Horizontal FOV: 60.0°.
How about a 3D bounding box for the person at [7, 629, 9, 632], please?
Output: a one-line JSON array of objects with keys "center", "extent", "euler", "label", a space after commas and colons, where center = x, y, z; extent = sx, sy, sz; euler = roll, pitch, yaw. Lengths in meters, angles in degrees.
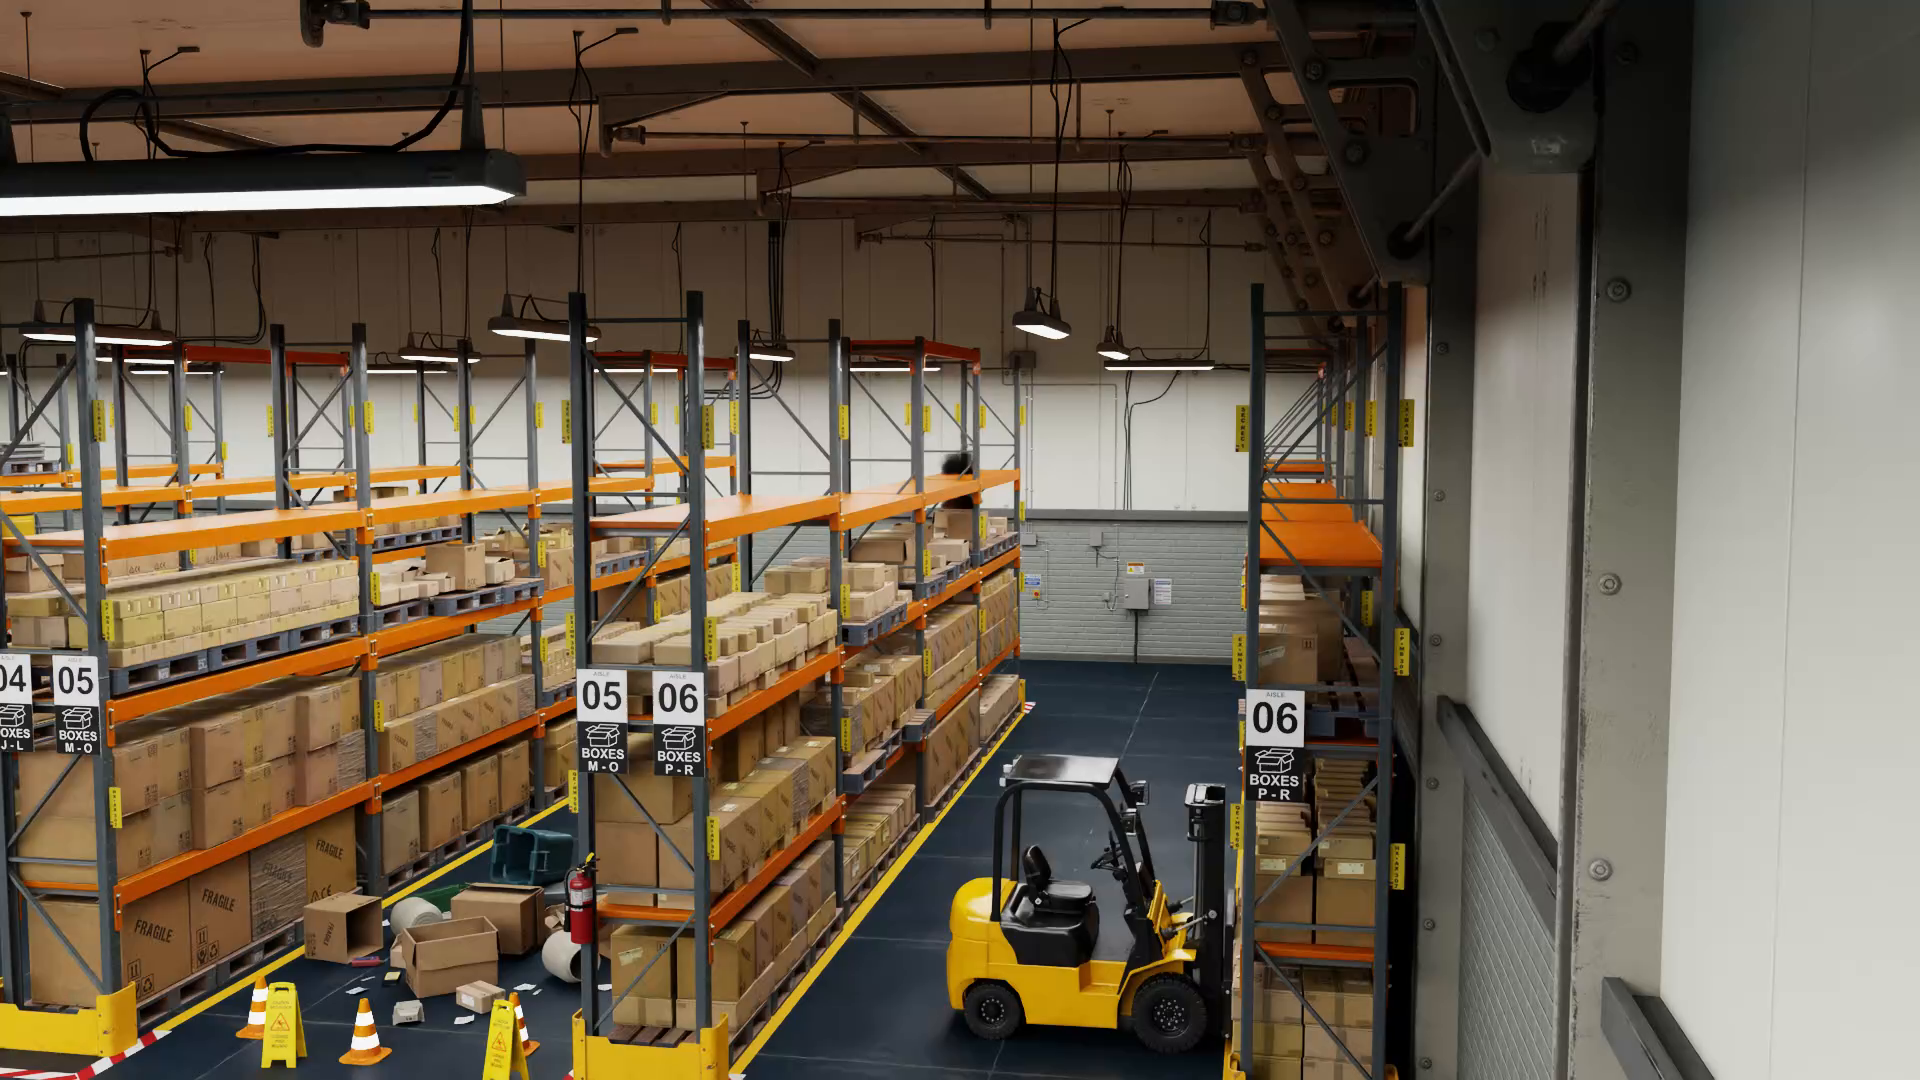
[{"center": [-17.317, 1.963, 29.980], "extent": [0.535, 1.576, 0.638], "euler": [0, 5, -1], "label": "person"}]
